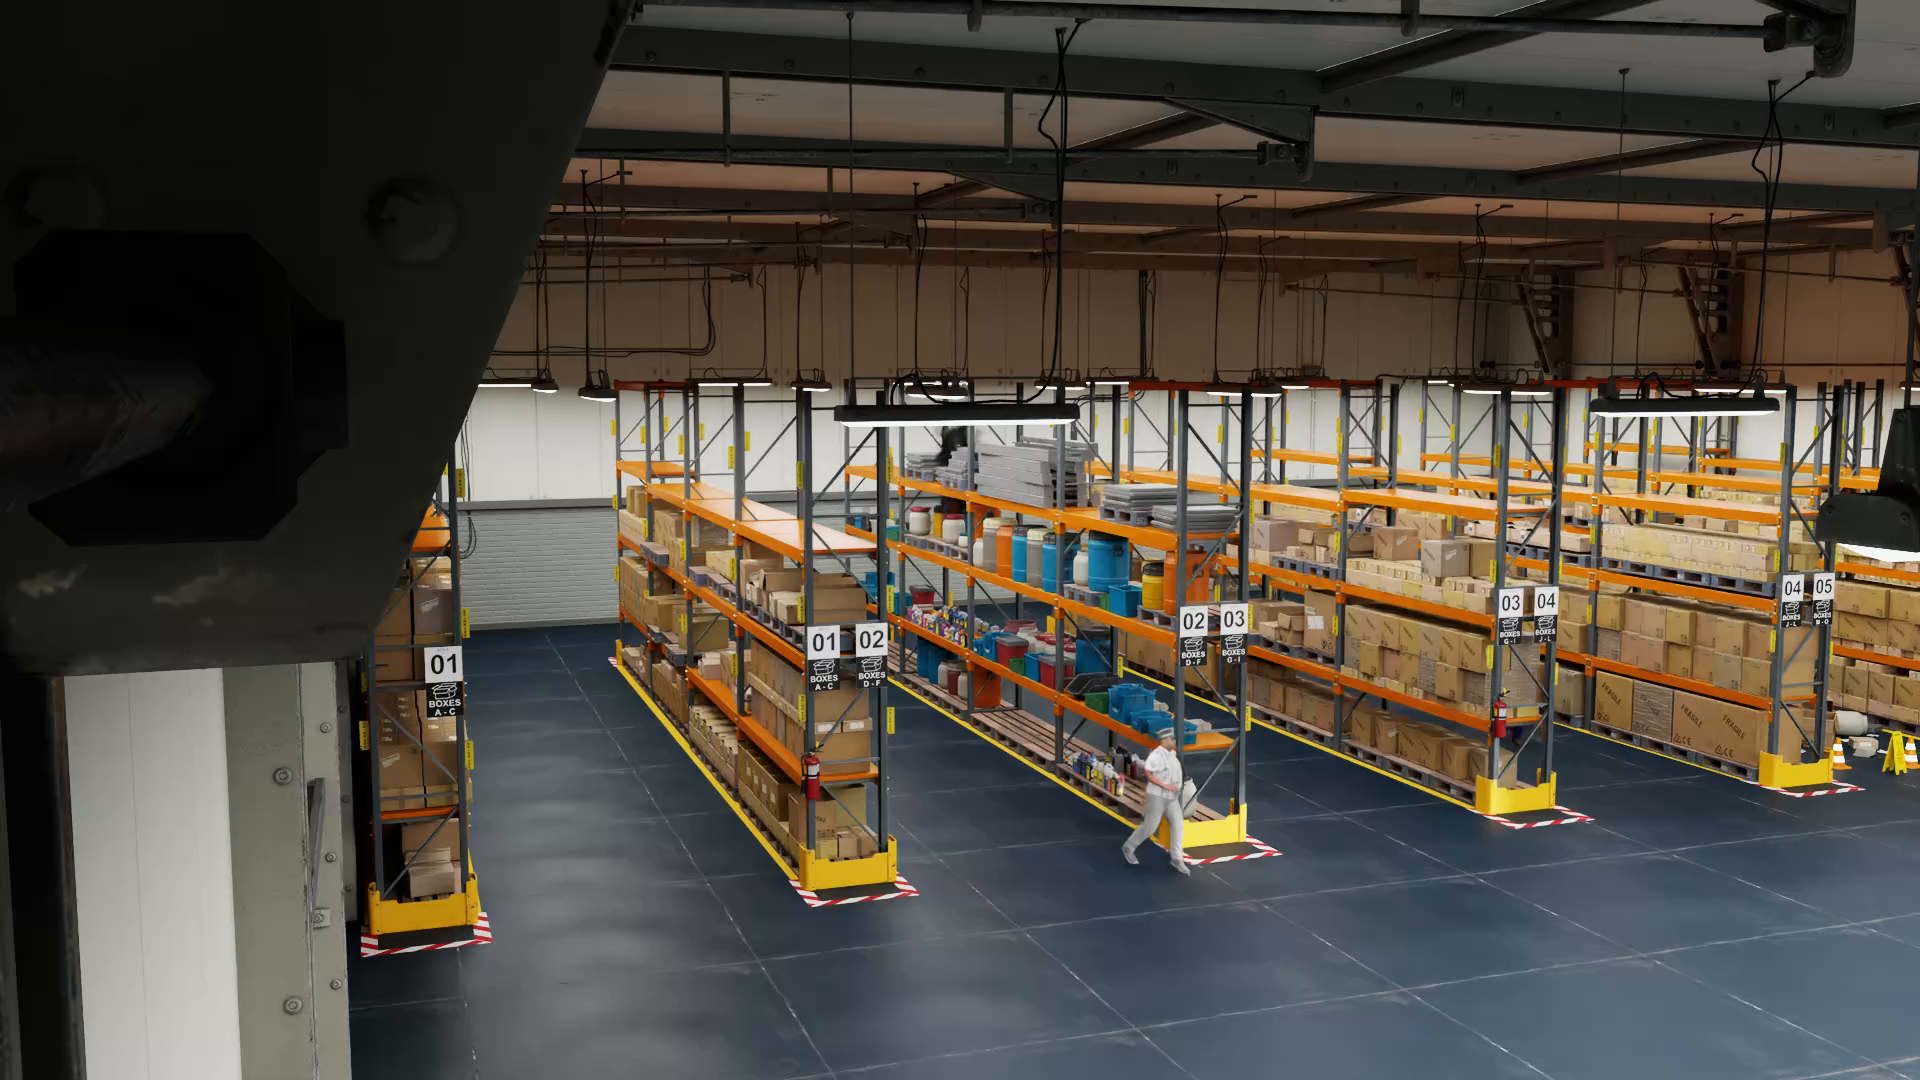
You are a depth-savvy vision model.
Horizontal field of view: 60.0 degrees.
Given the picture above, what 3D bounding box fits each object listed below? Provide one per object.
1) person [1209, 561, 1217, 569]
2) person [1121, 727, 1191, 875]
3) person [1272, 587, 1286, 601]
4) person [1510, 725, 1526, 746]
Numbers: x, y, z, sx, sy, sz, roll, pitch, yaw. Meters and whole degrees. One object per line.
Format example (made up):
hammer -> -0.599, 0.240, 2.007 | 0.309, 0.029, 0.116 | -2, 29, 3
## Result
person -> 5.838, 1.308, 39.082 | 0.698, 1.753, 0.926 | 0, 6, 3
person -> 2.583, 3.242, 20.971 | 0.939, 1.779, 0.739 | 5, 8, 41
person -> 7.884, 1.100, 41.727 | 0.834, 1.695, 0.618 | -2, 6, -17
person -> 9.322, 2.618, 27.709 | 0.657, 1.607, 0.535 | -4, 7, -35
